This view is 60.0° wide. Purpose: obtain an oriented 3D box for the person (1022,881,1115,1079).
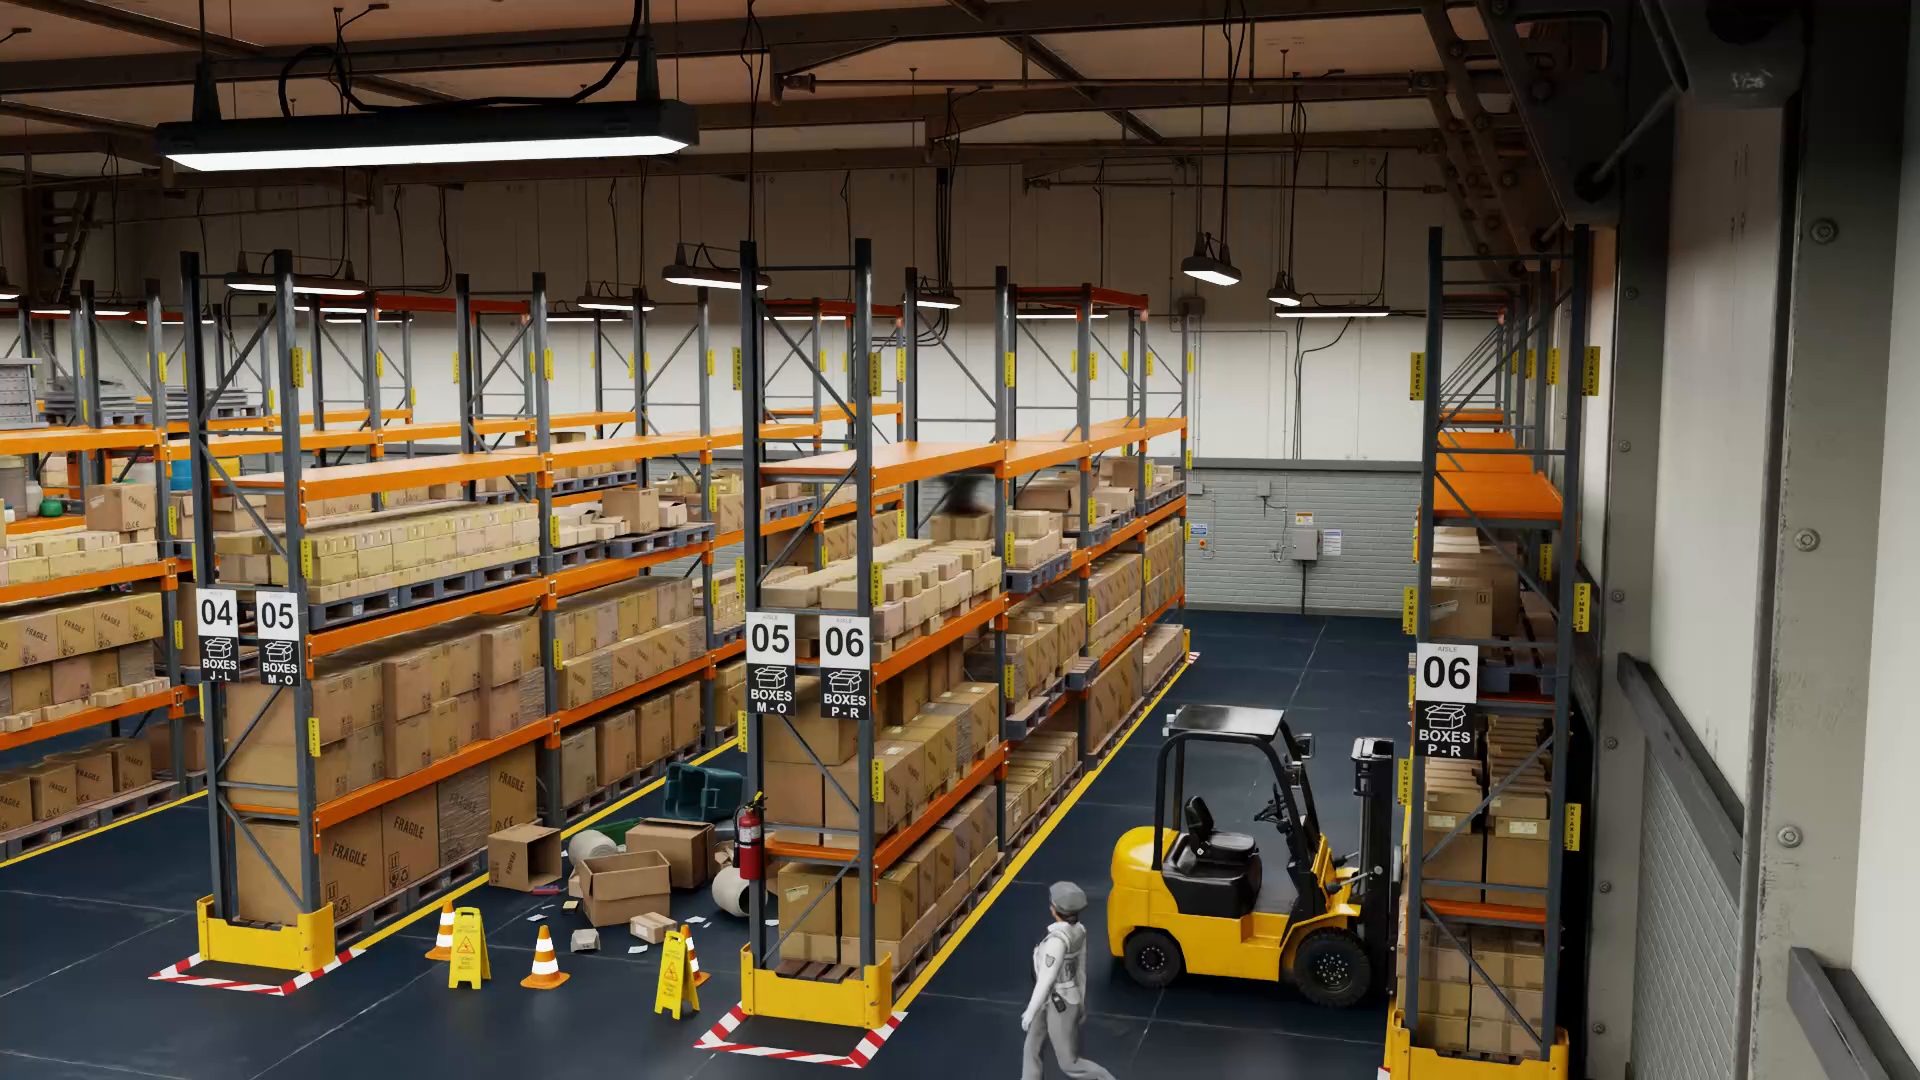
[{"bbox_3d":[0.677,3.092,11.124,0.852,1.663,0.431,-1,6,-7],"label":"person"}]
